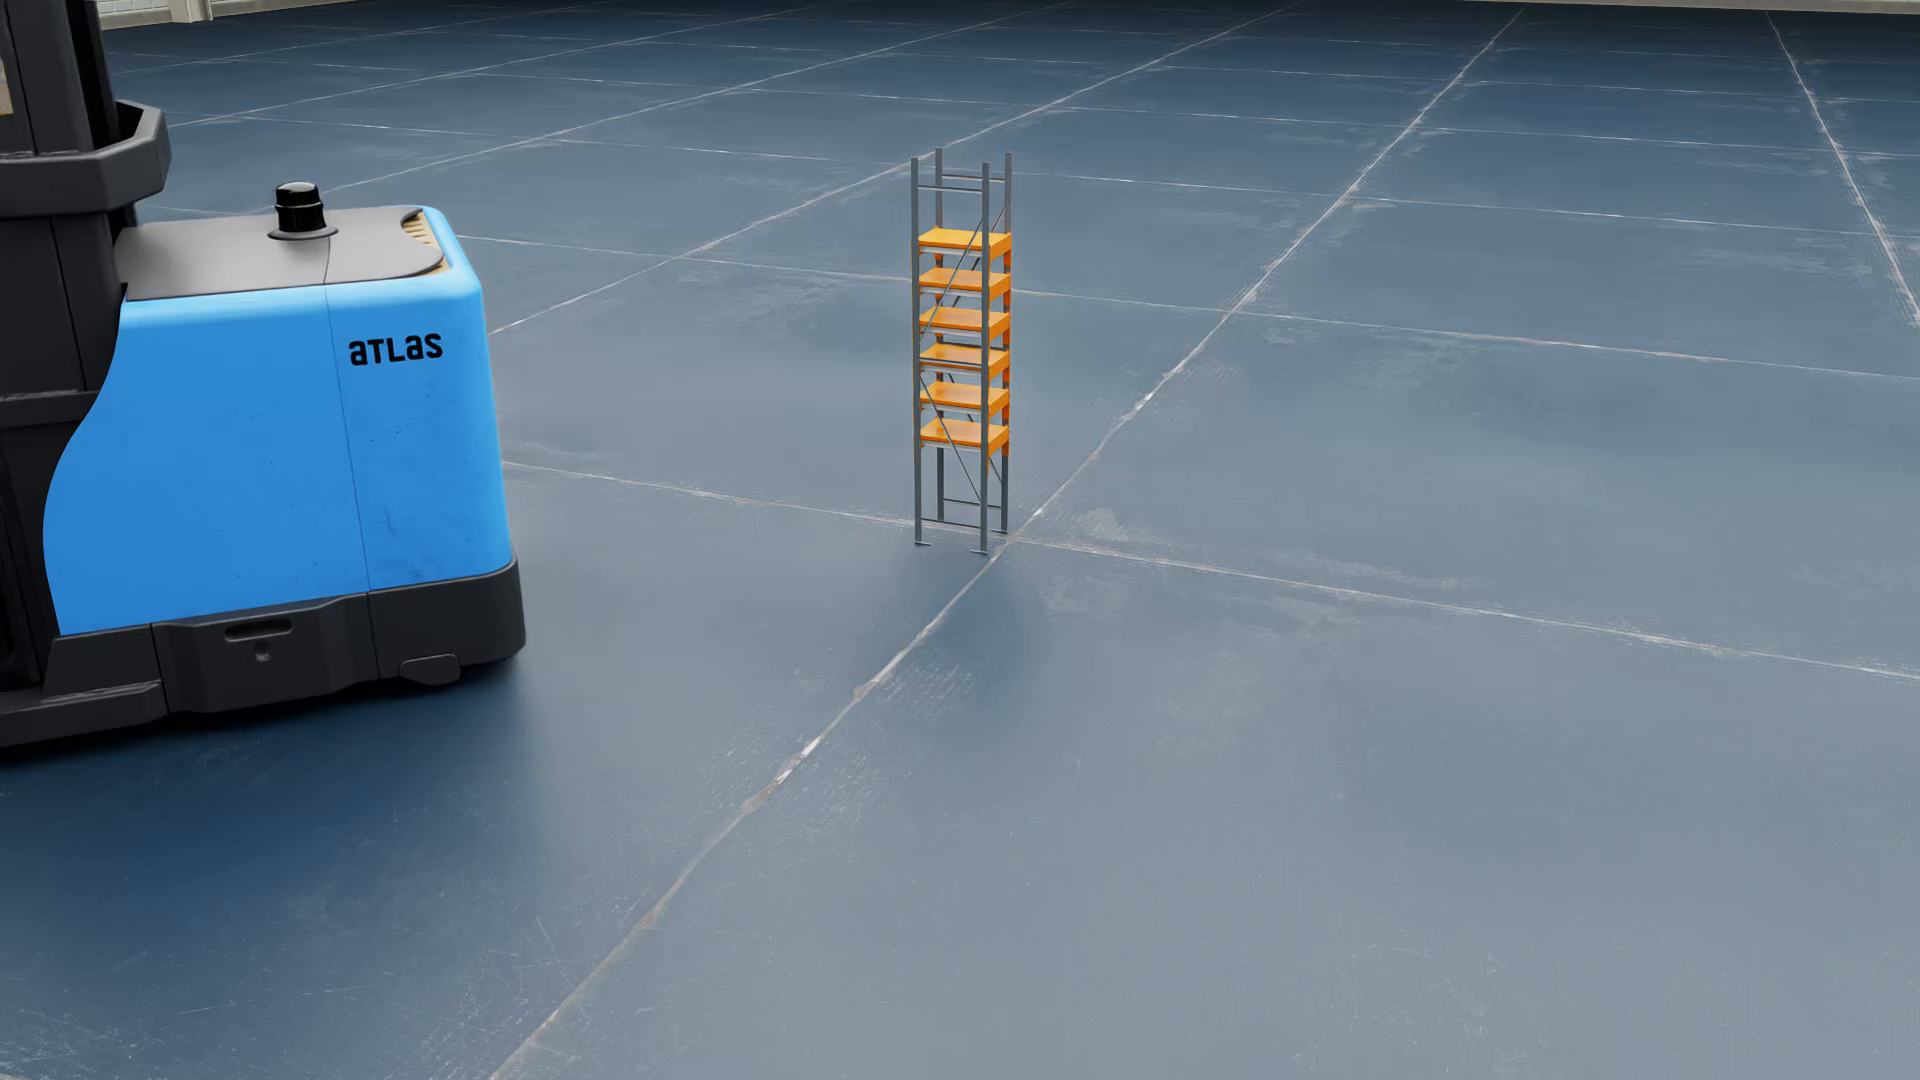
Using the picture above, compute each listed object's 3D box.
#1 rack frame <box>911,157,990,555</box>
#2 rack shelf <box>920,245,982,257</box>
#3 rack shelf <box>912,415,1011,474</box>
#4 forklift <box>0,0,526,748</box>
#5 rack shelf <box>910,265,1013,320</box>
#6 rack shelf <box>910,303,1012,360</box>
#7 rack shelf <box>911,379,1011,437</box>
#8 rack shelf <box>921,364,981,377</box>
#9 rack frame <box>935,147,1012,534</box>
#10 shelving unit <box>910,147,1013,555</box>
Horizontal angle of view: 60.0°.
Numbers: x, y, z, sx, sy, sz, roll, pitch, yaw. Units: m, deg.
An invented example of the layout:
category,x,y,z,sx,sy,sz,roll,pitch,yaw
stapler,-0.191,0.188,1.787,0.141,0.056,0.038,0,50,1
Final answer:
category,x,y,z,sx,sy,sz,roll,pitch,yaw
rack frame,-0.029,-0.526,4.953,0.240,1.200,0.006,9,24,20
rack shelf,0.005,-0.868,4.902,0.199,0.020,0.166,9,24,20
rack shelf,0.005,-0.296,5.141,0.258,0.103,0.180,9,24,20
forklift,-2.720,-0.918,3.759,3.031,2.843,1.129,-9,24,-20
rack shelf,0.005,-0.739,4.956,0.258,0.103,0.180,9,24,20
rack shelf,0.005,-0.629,5.002,0.258,0.103,0.180,9,24,20
rack shelf,0.005,-0.407,5.095,0.258,0.103,0.180,9,24,20
rack shelf,0.005,-0.536,5.041,0.199,0.020,0.166,9,24,20
rack frame,0.039,-0.592,5.110,0.240,1.200,0.006,9,24,20
shelving unit,0.005,-0.559,5.031,0.258,1.200,0.189,9,24,20
